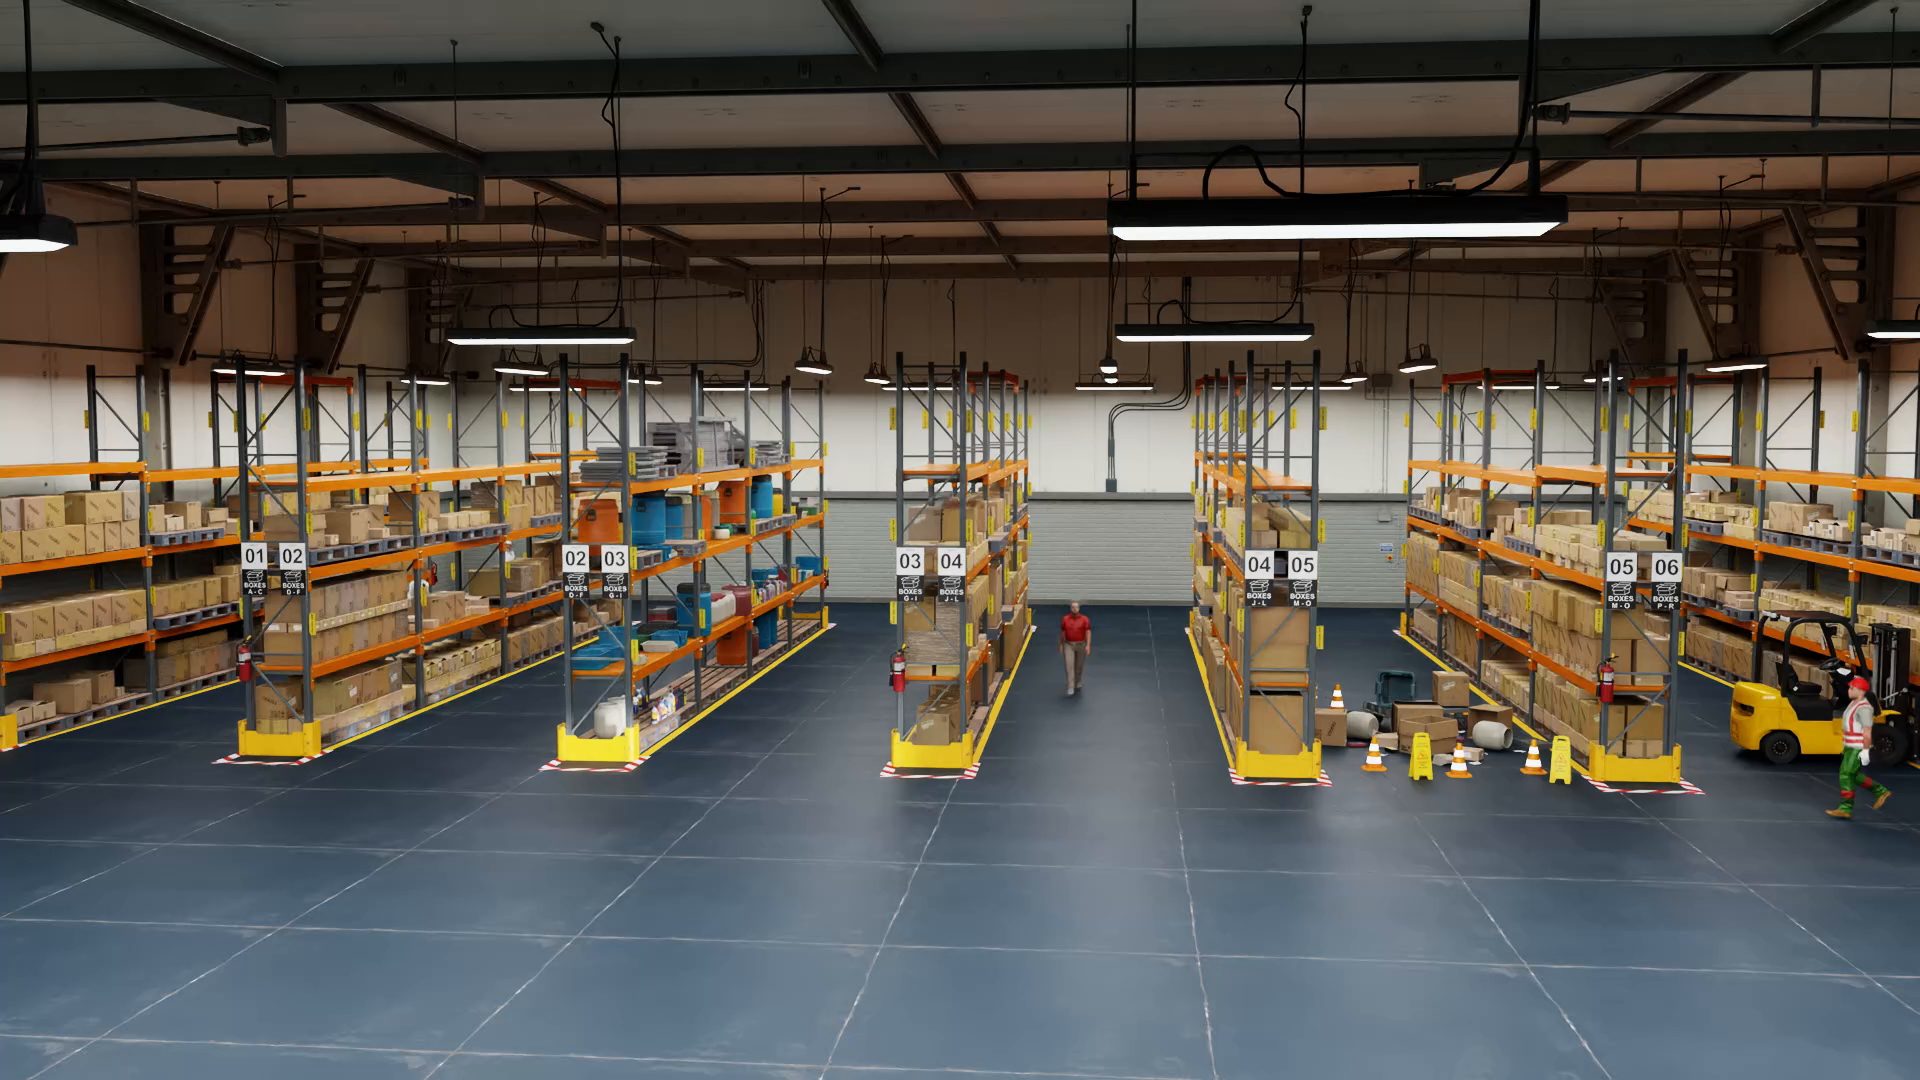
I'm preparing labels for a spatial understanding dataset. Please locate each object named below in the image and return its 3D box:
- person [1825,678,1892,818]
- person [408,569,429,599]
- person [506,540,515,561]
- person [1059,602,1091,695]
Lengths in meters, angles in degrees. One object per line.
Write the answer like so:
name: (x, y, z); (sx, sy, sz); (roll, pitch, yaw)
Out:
person: (11.375, 2.617, 20.987); (0.824, 1.771, 0.551); (1, 4, 9)
person: (-12.370, 1.460, 37.980); (0.445, 1.640, 0.989); (0, 4, -4)
person: (-12.450, 0.850, 45.830); (0.427, 1.781, 0.550); (1, 4, 10)
person: (2.138, 1.966, 30.664); (0.554, 1.657, 1.068); (0, 4, -3)
